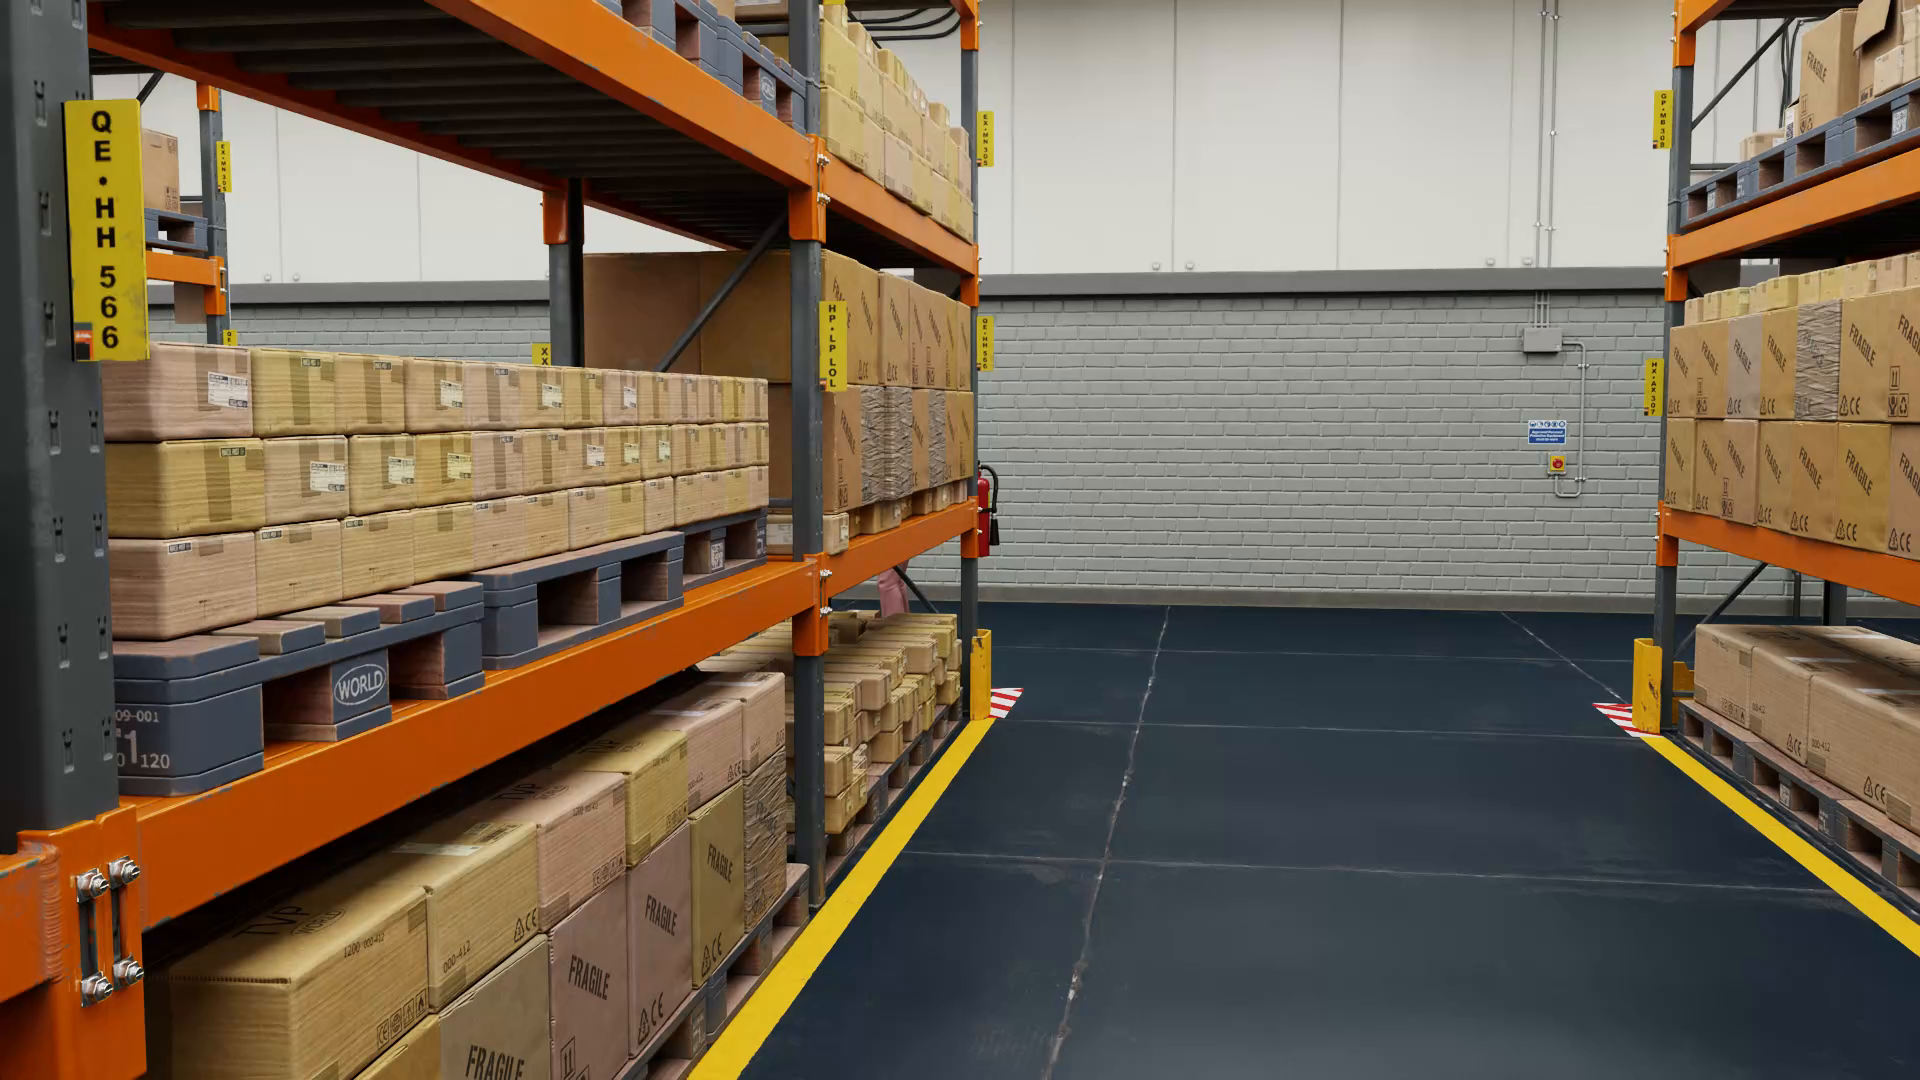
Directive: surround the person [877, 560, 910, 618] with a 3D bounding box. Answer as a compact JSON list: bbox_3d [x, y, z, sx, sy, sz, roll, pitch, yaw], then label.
[{"bbox_3d":[-0.531,-0.014,13.039,0.356,1.672,0.521,0,5,5],"label":"person"}]
